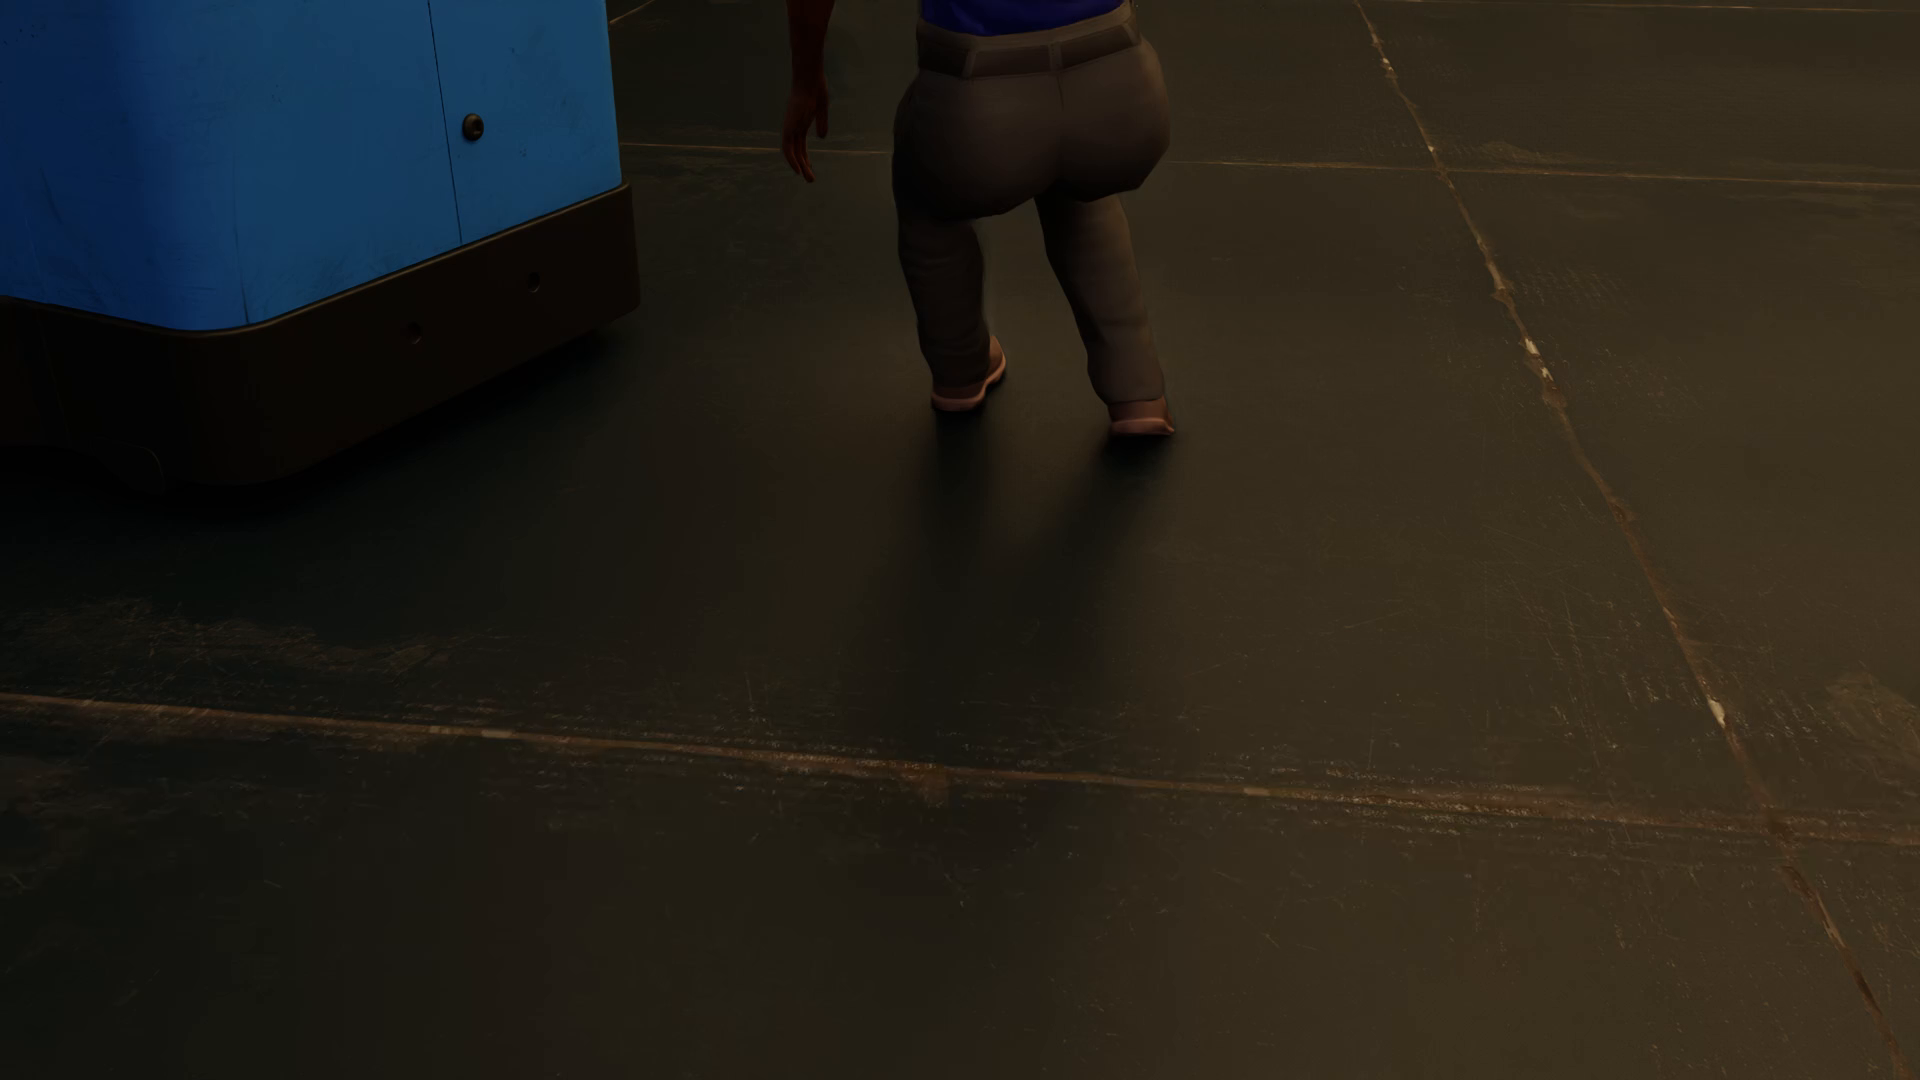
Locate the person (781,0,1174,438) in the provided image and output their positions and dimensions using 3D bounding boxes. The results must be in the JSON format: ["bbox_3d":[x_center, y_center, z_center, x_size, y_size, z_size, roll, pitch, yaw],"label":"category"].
[{"bbox_3d":[0.047,-0.745,2.513,0.727,1.457,0.826,-8,28,-15],"label":"person"}]

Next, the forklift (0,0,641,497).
[{"bbox_3d":[-2.182,-1.819,2.864,3.031,2.935,1.130,12,29,23],"label":"forklift"}]
